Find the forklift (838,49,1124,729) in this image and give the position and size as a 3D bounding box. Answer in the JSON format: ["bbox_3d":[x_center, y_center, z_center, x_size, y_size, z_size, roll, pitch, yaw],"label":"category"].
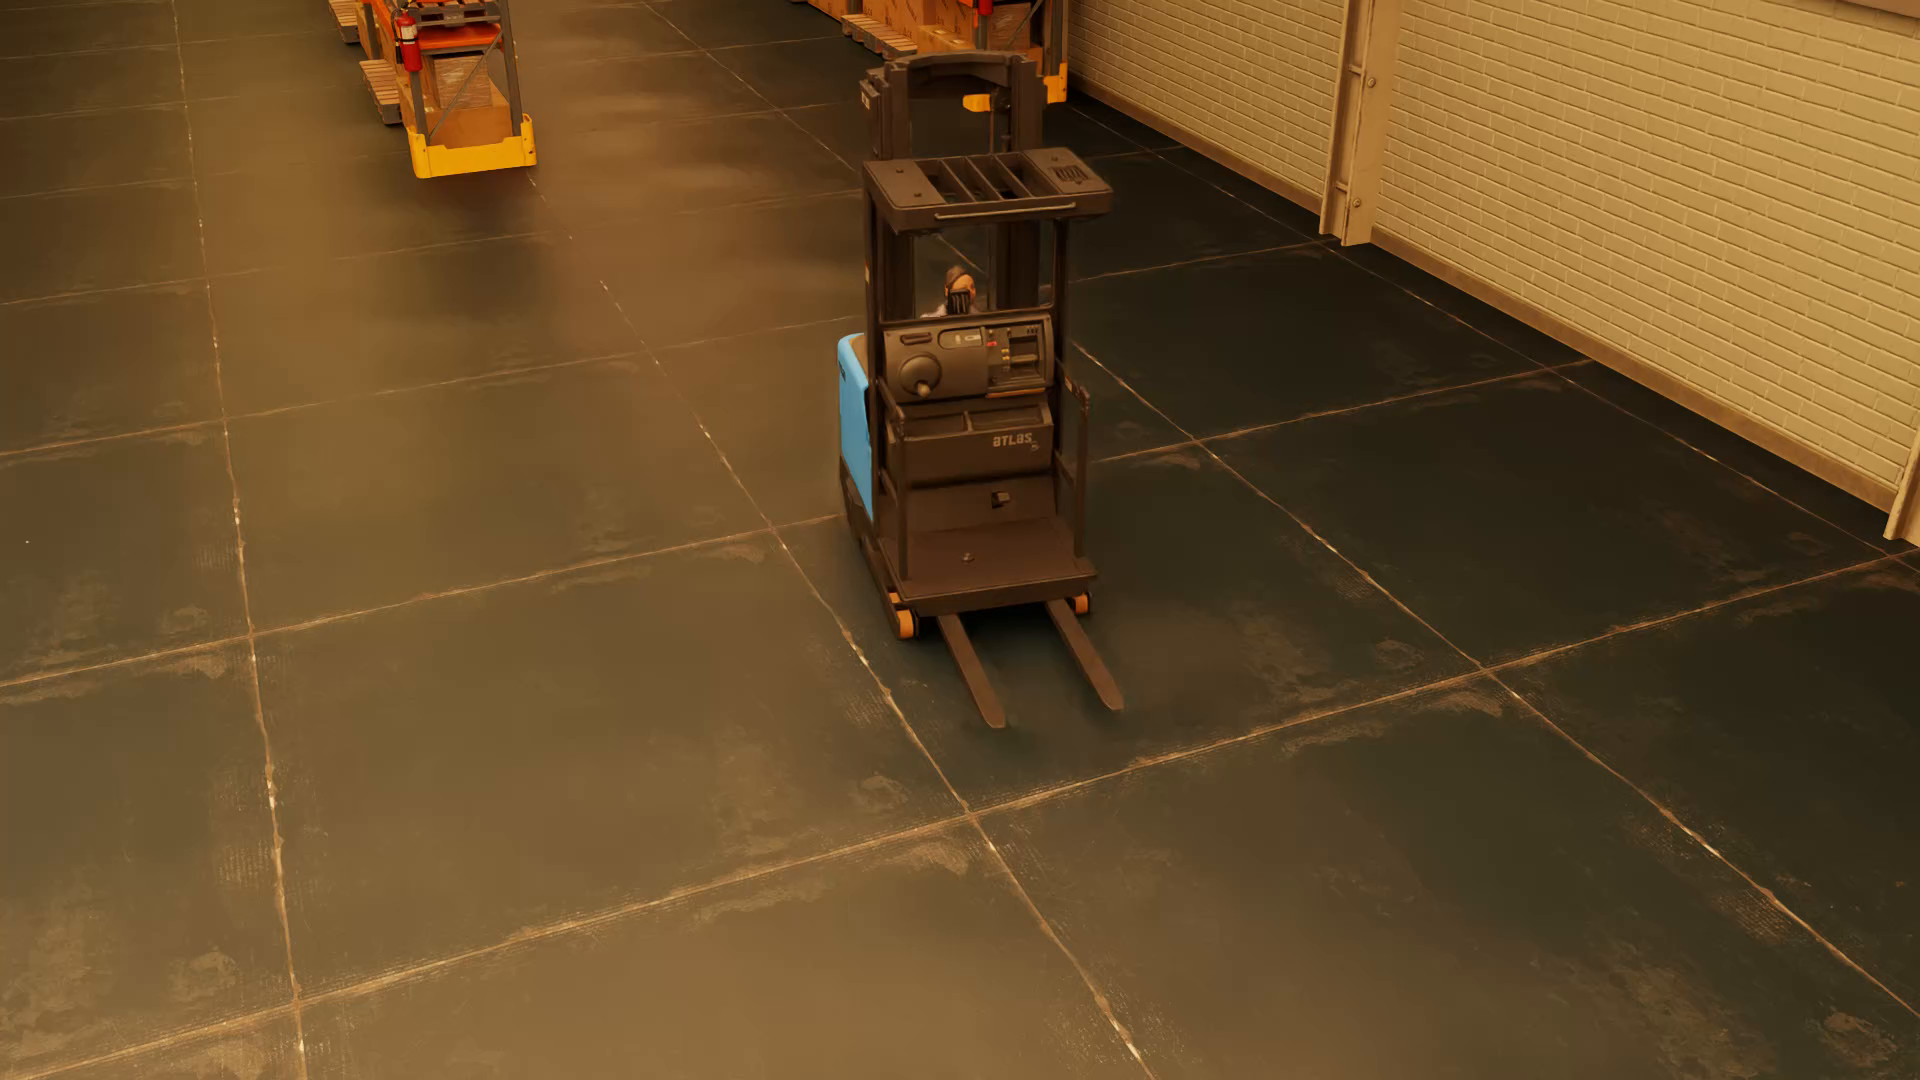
[{"bbox_3d":[0.107,-0.938,8.761,1.130,2.935,3.031,-7,31,-12],"label":"forklift"}]

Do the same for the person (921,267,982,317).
[{"bbox_3d":[0.008,-0.726,9.574,0.596,1.644,0.541,-12,32,-20],"label":"person"}]
